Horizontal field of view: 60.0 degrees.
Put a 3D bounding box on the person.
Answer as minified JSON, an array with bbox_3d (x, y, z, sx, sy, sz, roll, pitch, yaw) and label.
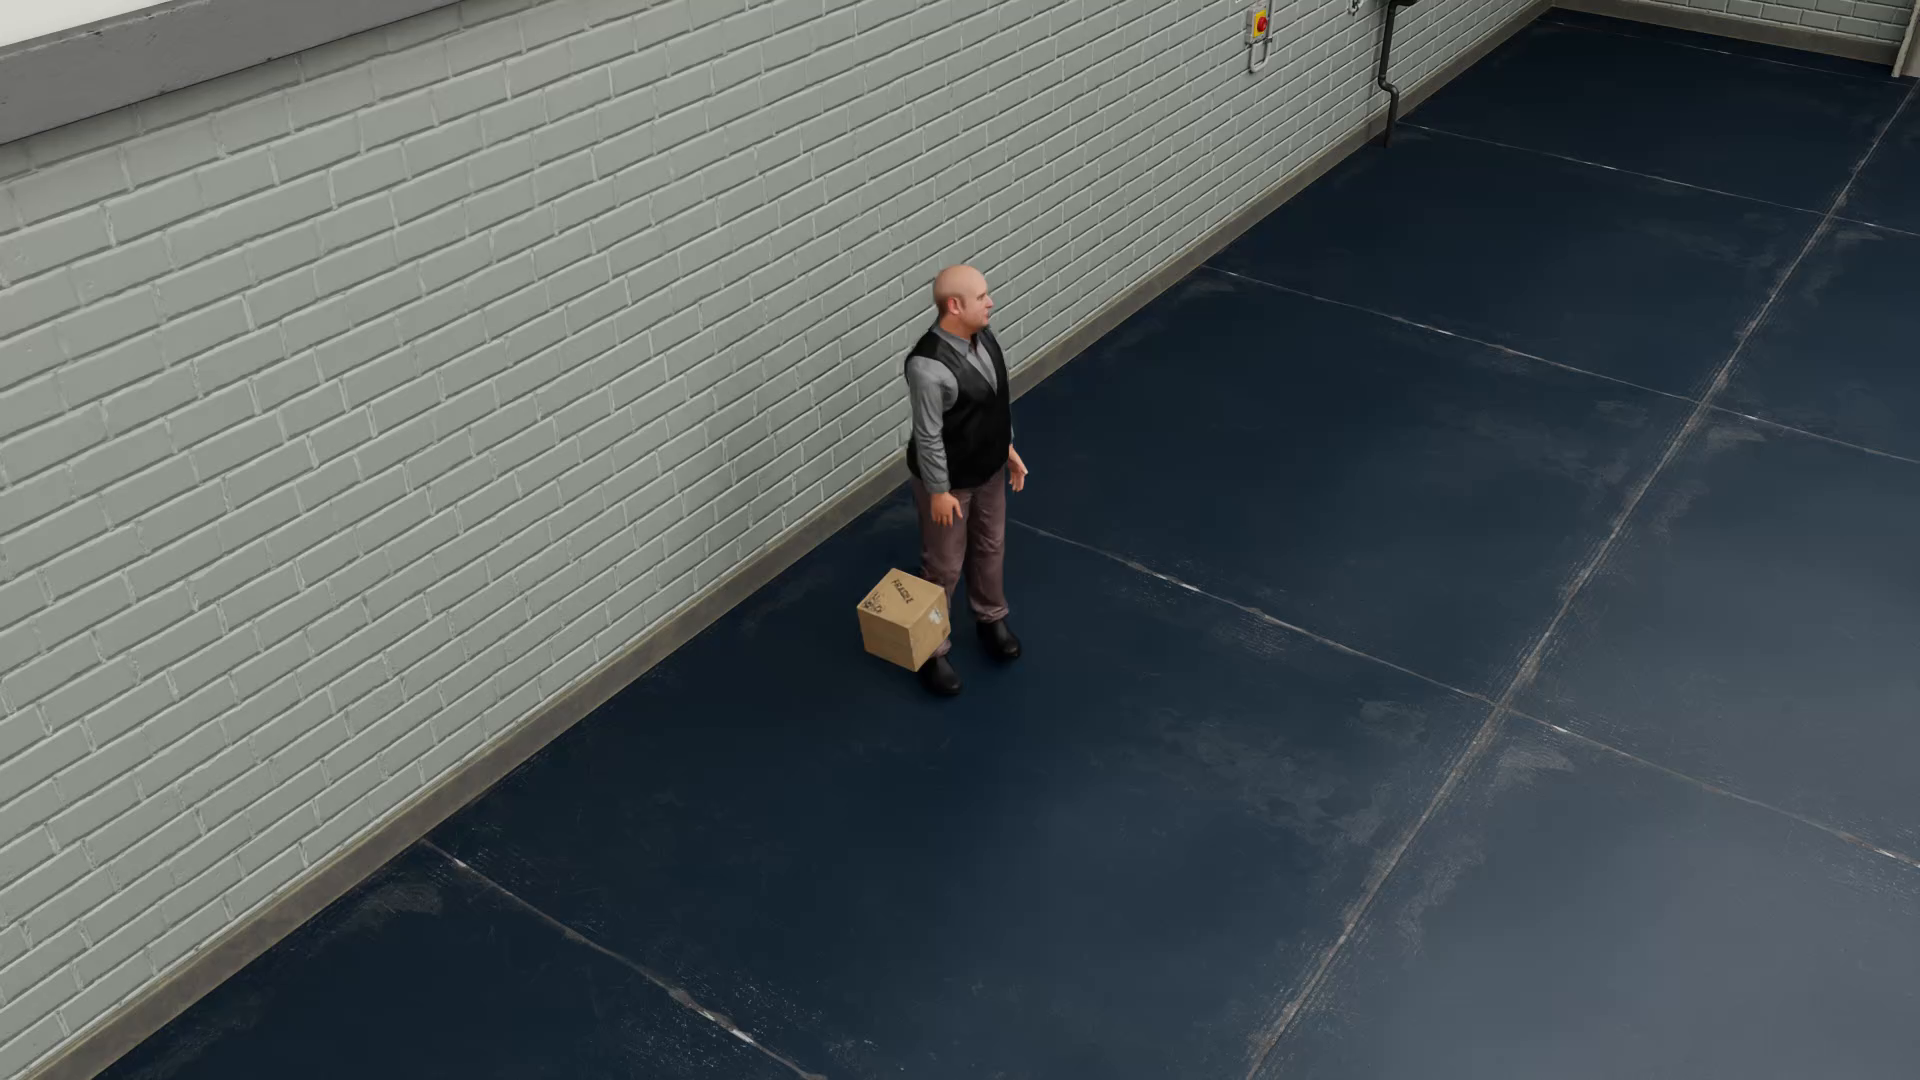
[{"bbox_3d":[0.017,-0.237,6.469,0.459,1.731,0.573,19,39,25],"label":"person"}]
